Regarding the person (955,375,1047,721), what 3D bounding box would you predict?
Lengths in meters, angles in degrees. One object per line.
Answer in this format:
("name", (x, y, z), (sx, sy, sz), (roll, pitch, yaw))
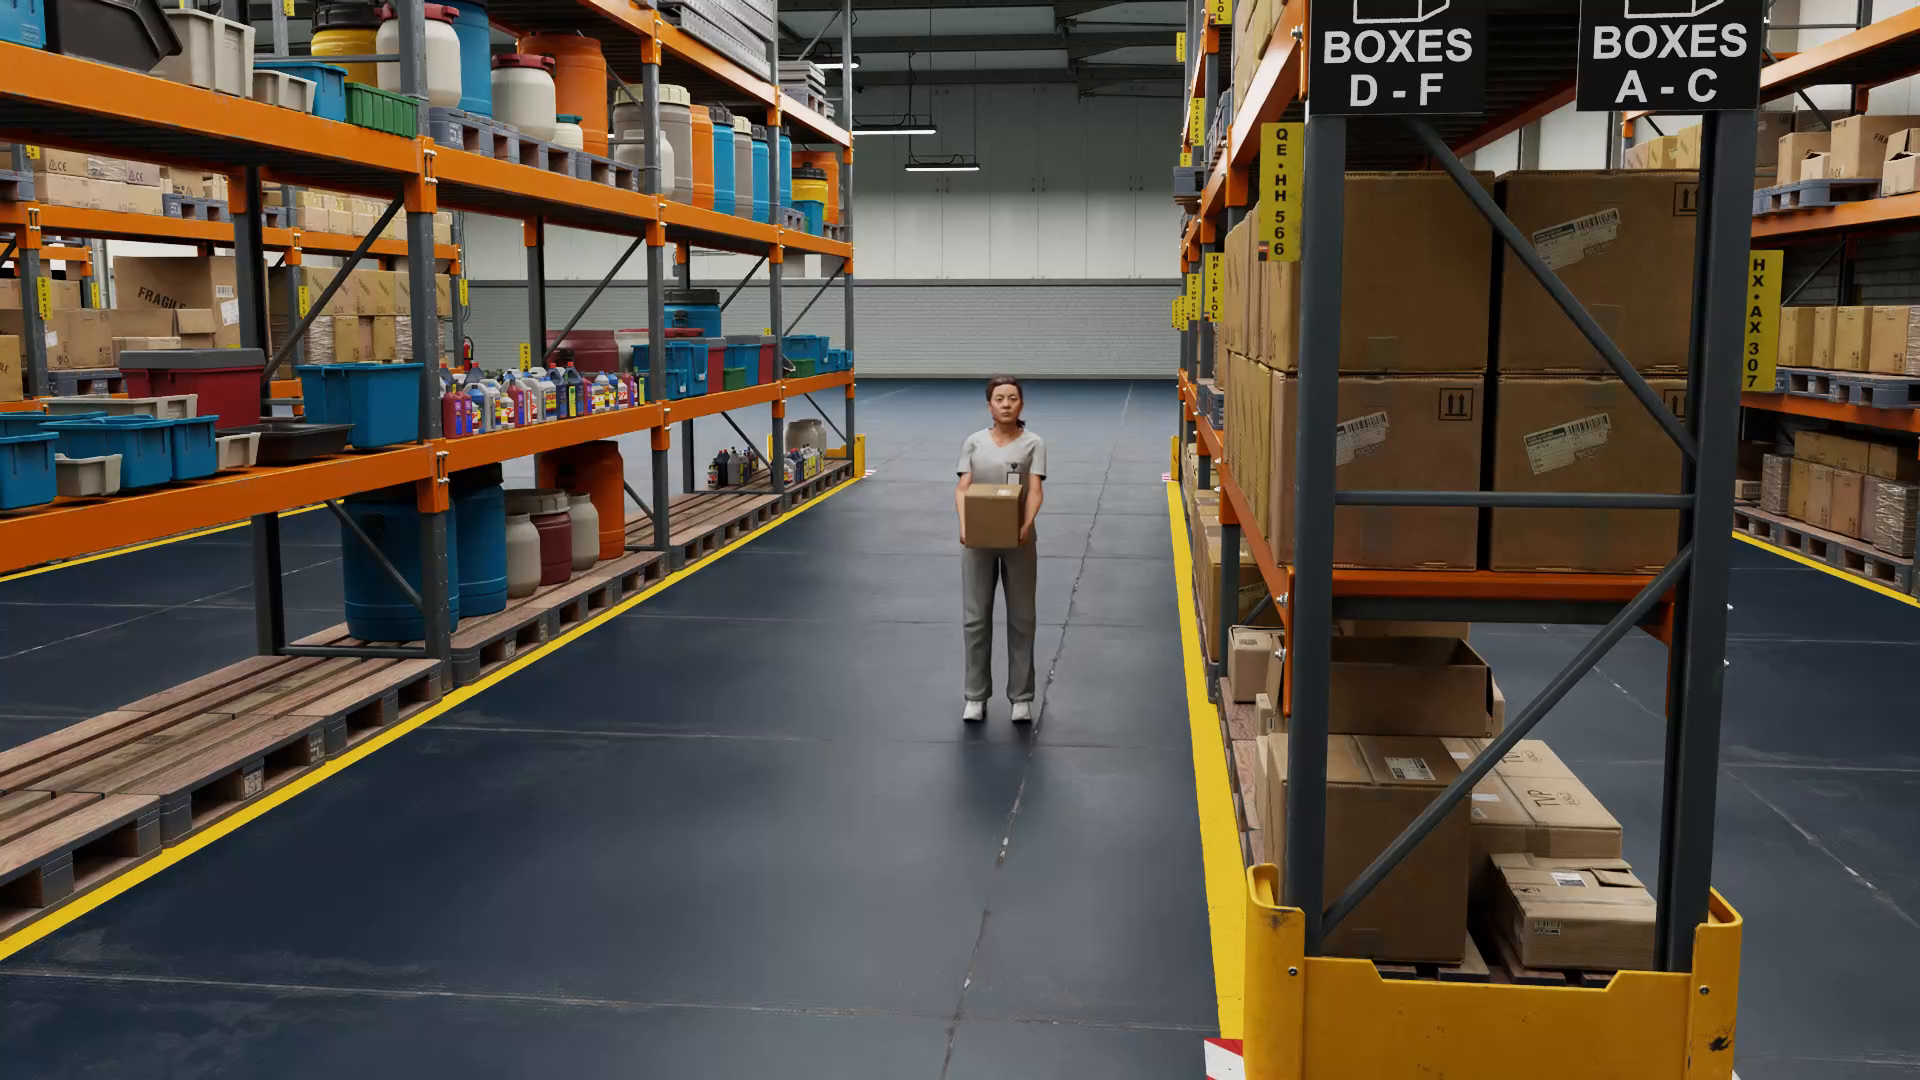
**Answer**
("person", (0.193, 0.046, 8.009), (0.437, 1.662, 0.562), (1, 8, 7))
